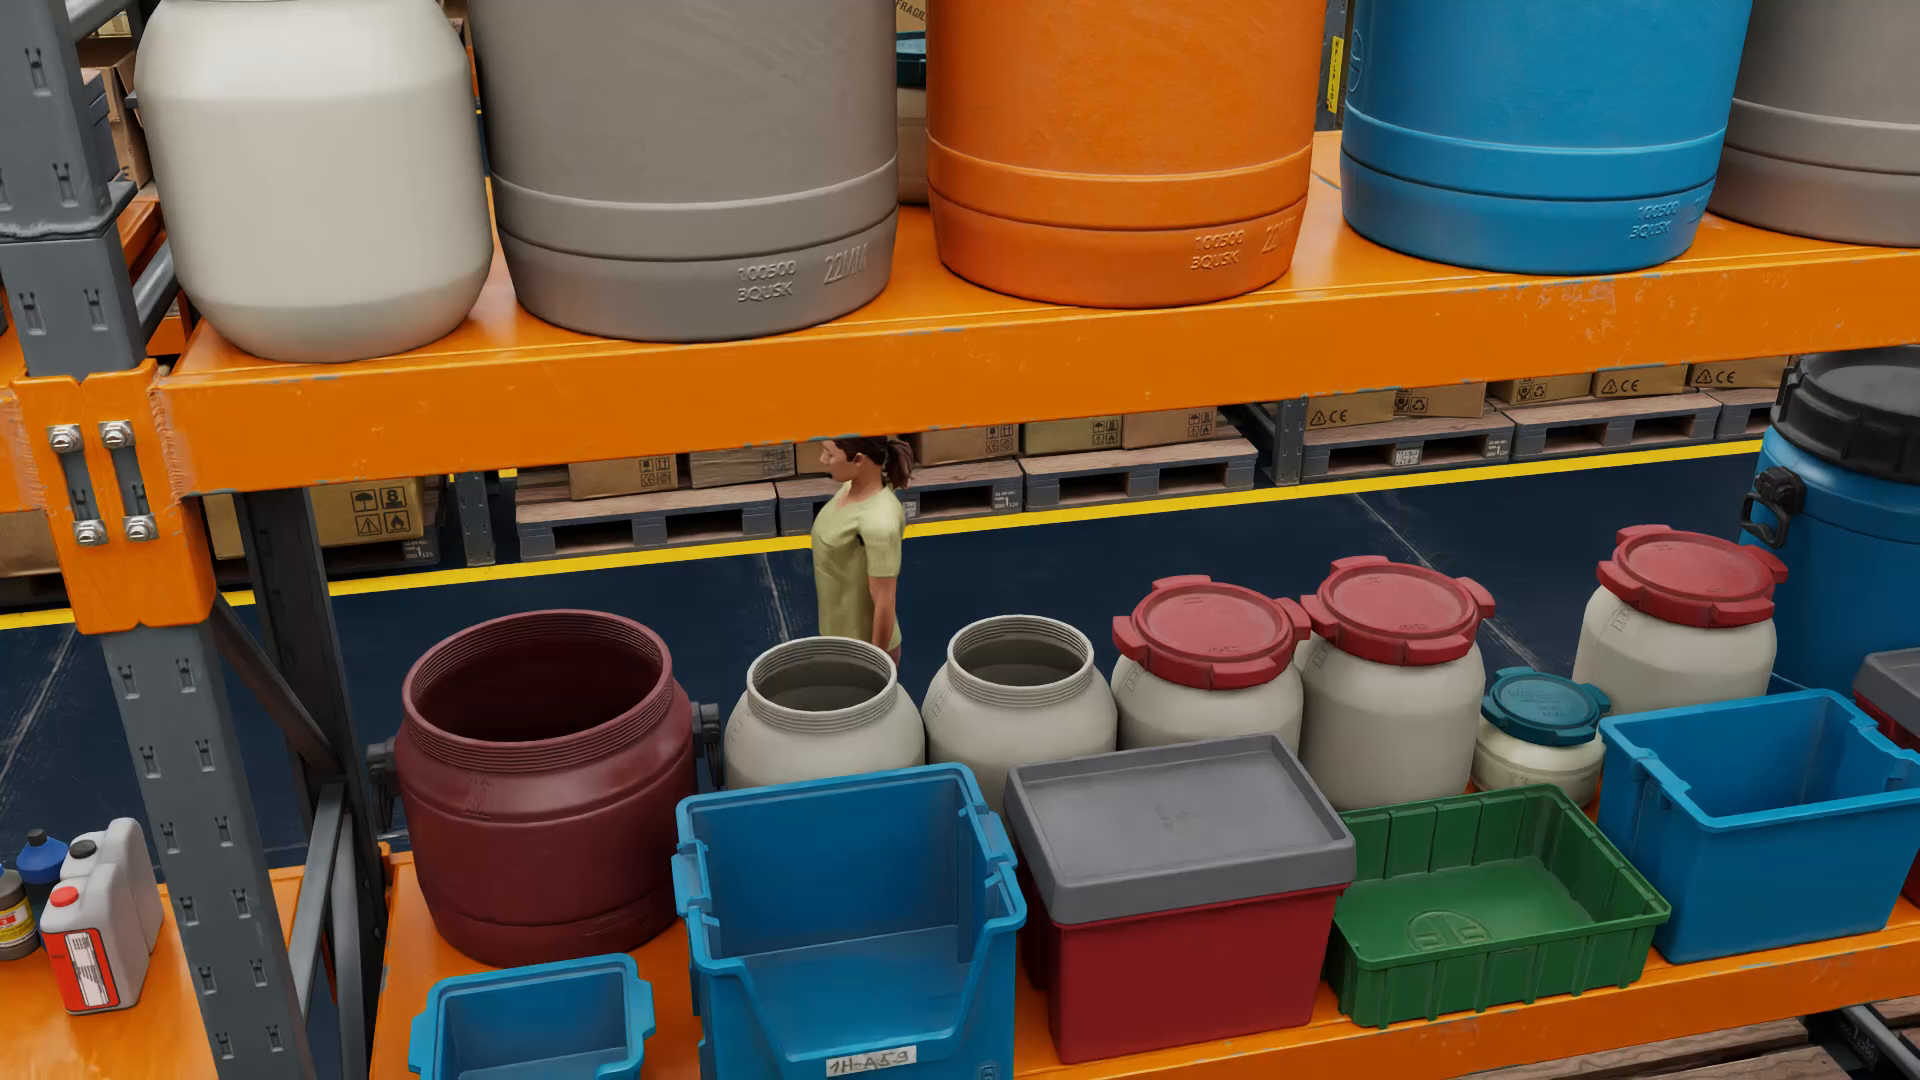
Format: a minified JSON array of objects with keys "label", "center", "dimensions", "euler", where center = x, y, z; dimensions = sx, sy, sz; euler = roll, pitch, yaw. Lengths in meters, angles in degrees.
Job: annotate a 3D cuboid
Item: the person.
[{"label":"person","center":[-0.316,0.356,5.421],"dimensions":[0.364,1.672,0.440],"euler":[-5,27,-10]}]
